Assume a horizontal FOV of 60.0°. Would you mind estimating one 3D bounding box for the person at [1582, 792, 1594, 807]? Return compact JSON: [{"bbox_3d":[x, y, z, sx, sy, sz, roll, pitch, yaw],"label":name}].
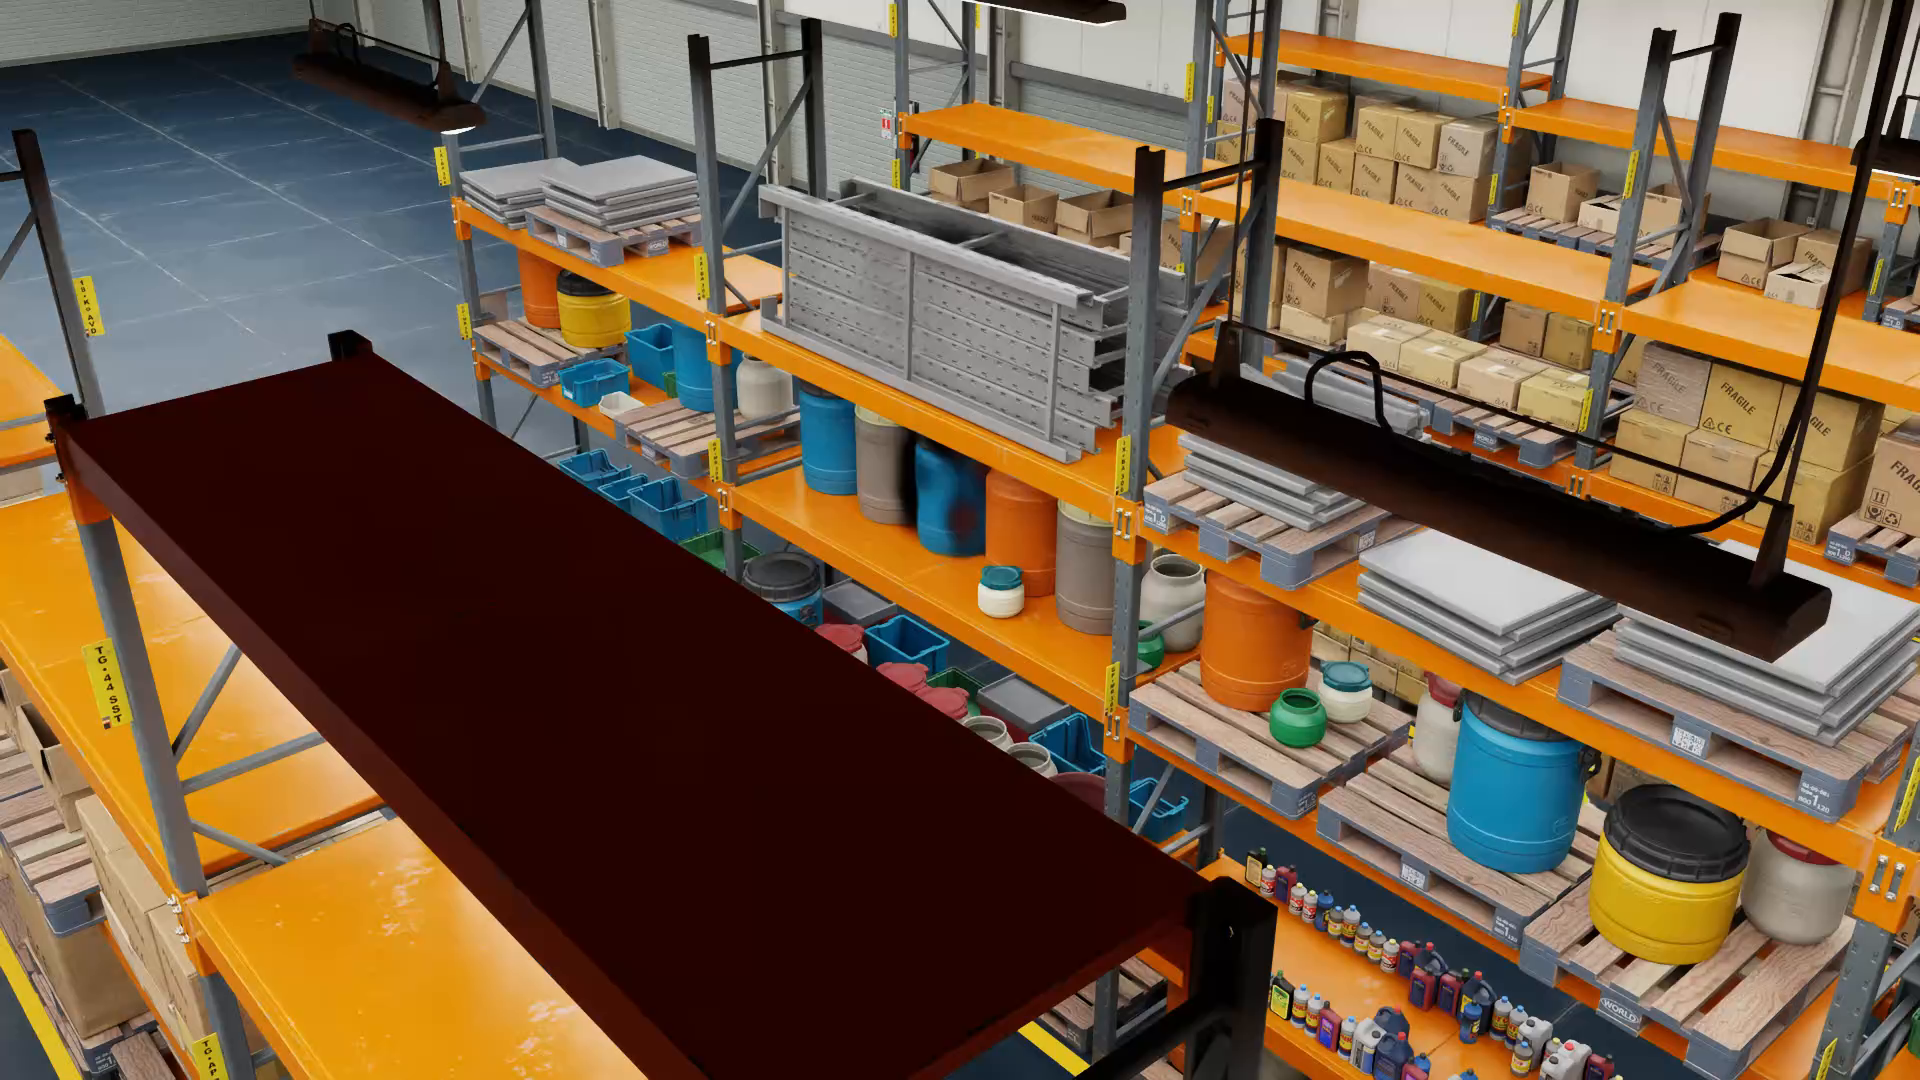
[{"bbox_3d":[4.238,2.079,11.833,0.987,1.470,0.722,14,30,26],"label":"person"}]
